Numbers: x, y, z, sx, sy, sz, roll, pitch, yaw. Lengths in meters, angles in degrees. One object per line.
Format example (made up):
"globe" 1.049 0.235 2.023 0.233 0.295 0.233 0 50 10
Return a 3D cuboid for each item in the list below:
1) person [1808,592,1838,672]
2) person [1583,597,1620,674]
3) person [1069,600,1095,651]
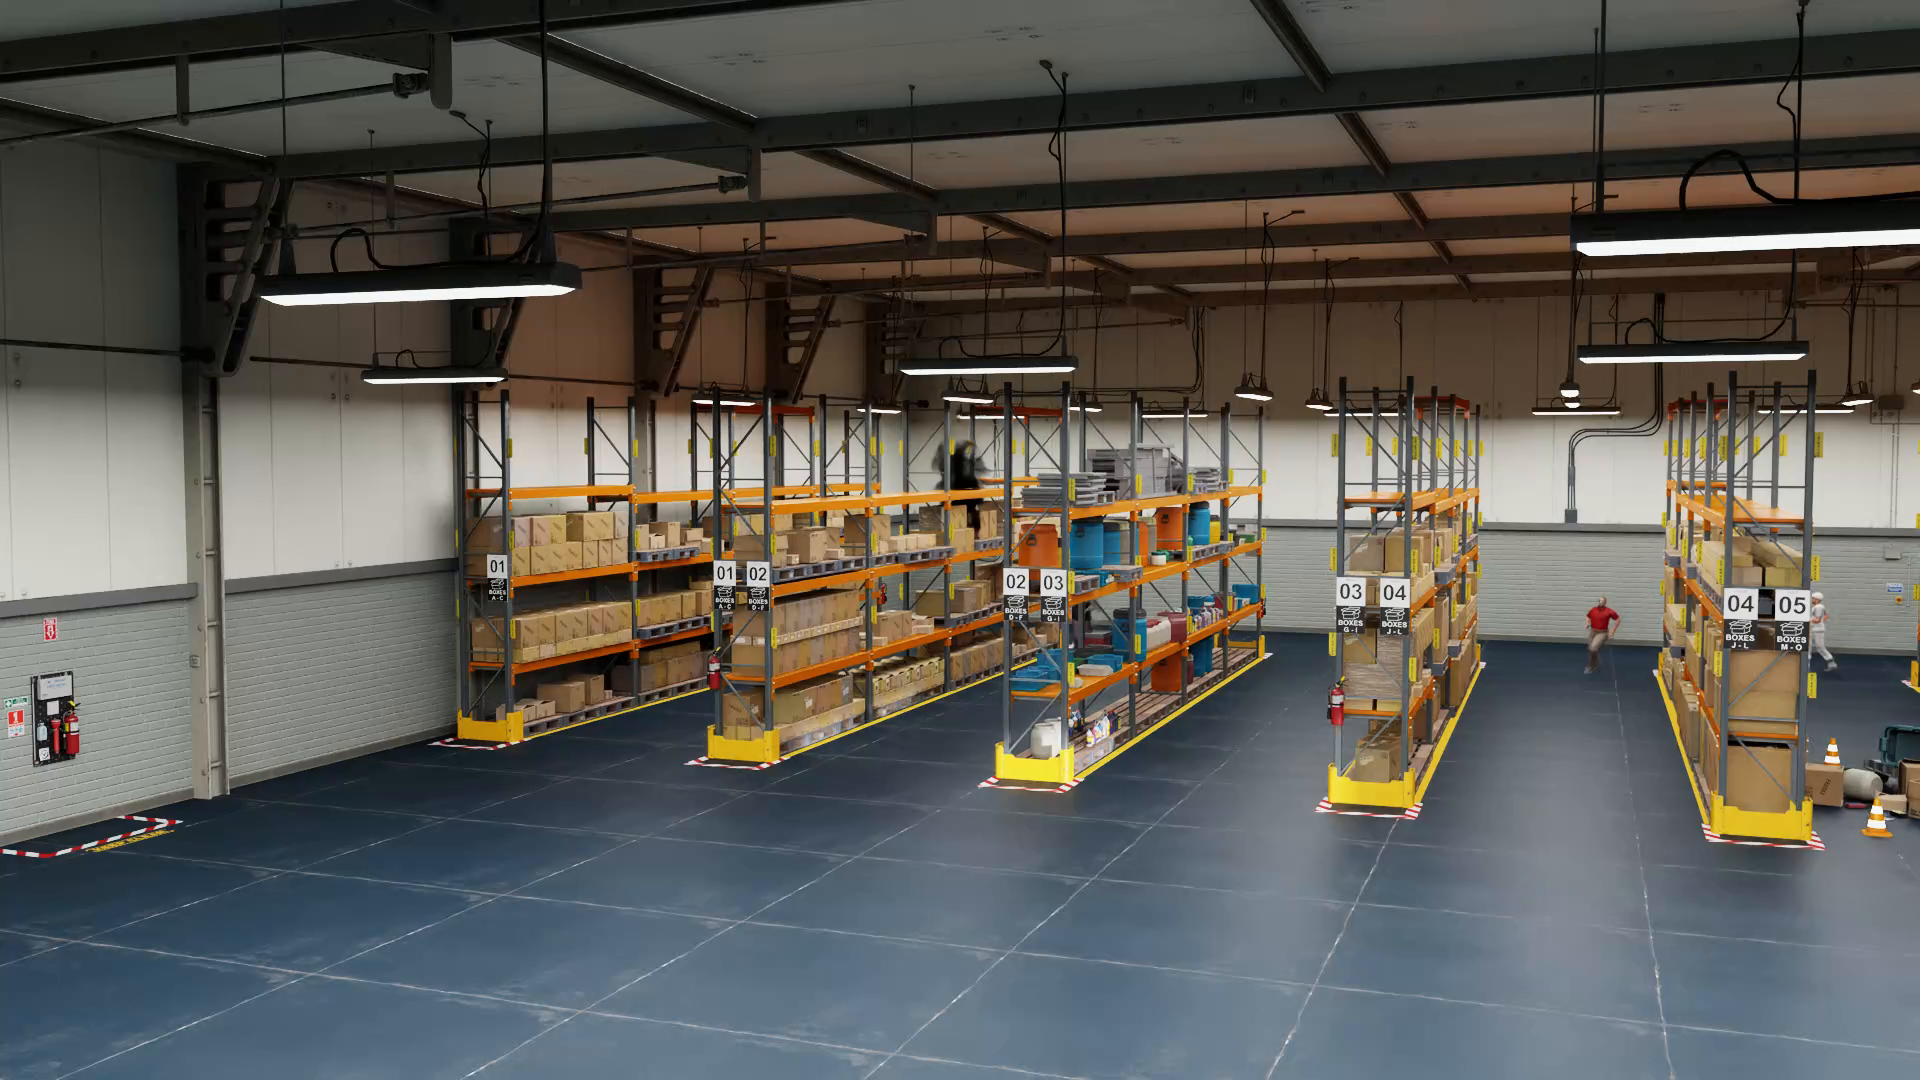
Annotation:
"person" 18.940 2.052 36.778 0.872 1.802 0.653 1 3 20
"person" 14.231 2.134 37.003 0.727 1.763 0.739 -2 4 -35
"person" 2.690 1.857 36.804 0.622 1.840 0.803 1 3 10
